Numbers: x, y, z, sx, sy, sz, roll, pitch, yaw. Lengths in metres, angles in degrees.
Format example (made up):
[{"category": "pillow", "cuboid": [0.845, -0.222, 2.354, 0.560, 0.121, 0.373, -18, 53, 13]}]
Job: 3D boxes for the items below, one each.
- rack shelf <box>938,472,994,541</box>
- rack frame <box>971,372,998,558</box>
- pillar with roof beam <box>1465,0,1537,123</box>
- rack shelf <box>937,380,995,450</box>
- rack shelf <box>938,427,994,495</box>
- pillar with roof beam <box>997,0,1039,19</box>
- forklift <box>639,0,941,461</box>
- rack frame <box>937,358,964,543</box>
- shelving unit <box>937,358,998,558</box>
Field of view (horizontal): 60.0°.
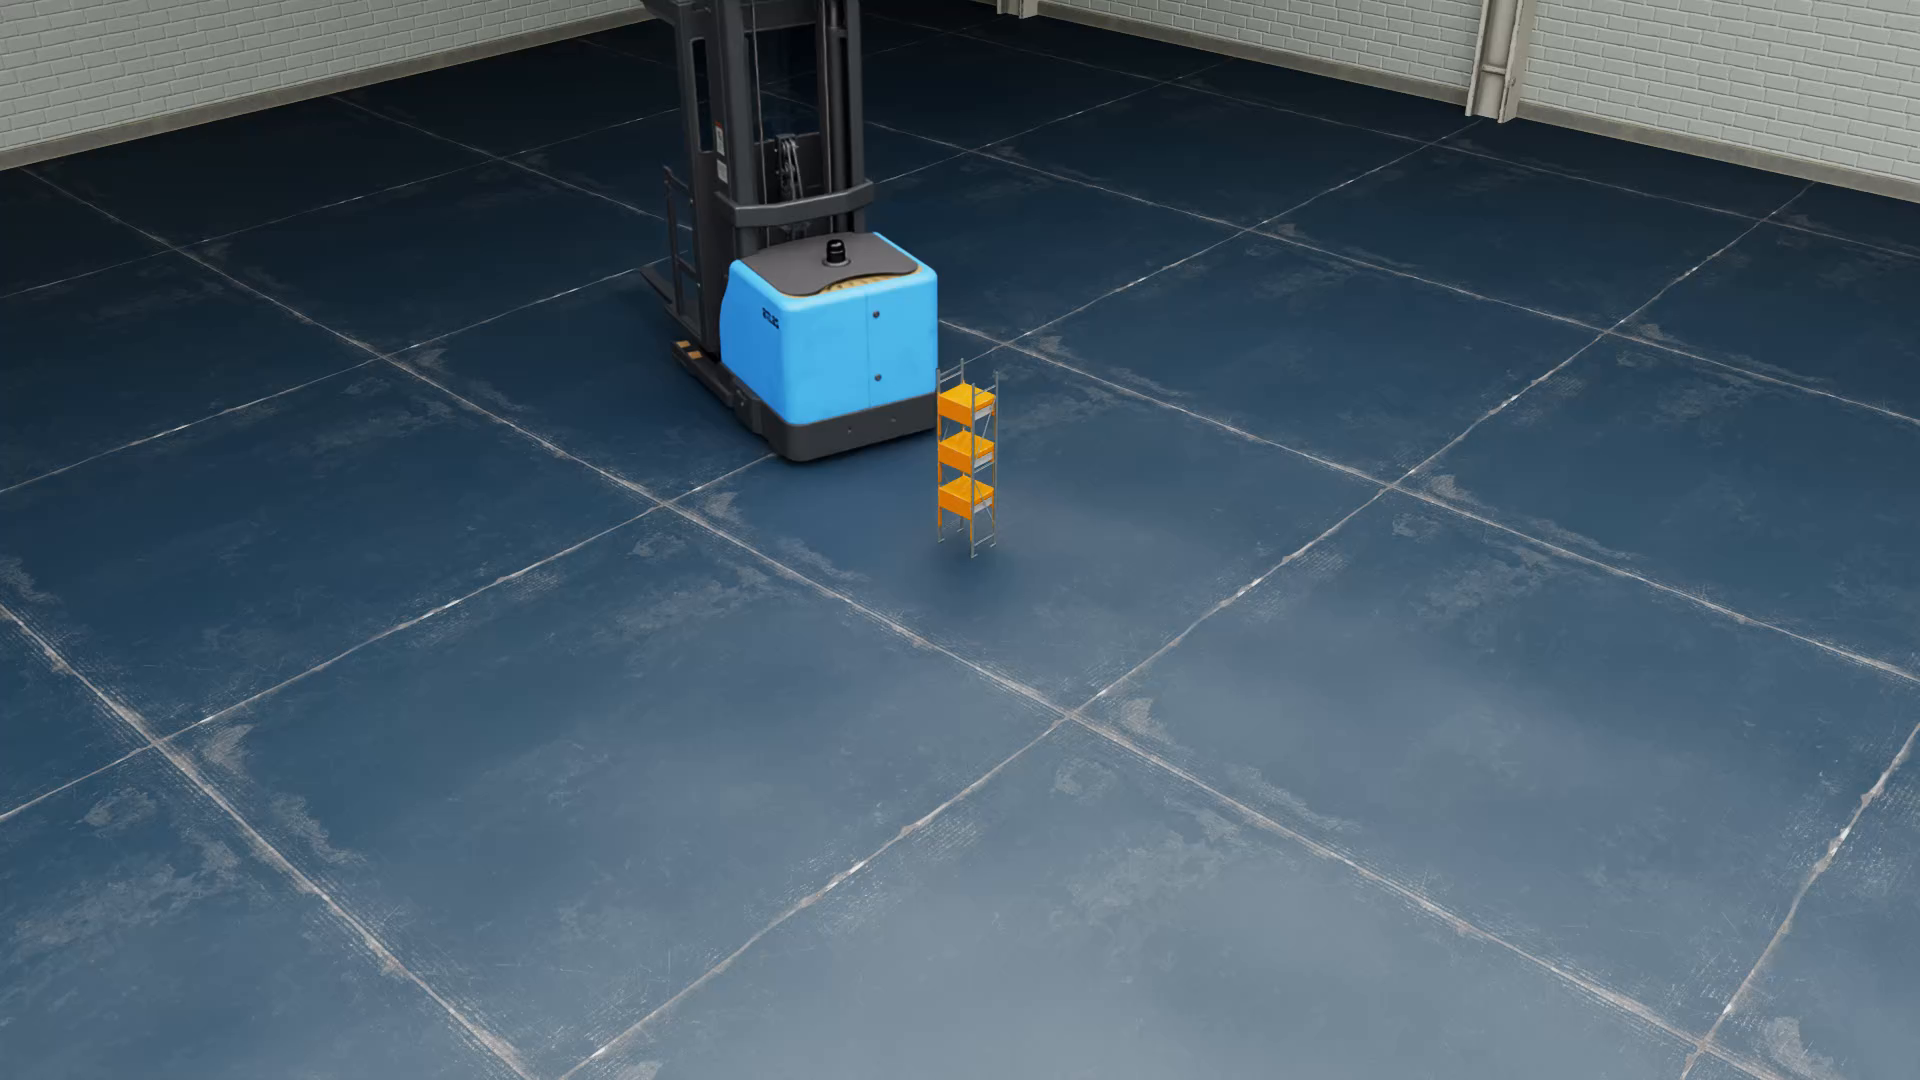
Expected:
[{"category": "rack shelf", "cuboid": [0.040, -0.184, 9.097, 0.240, 0.259, 0.215, 25, 39, 35]}, {"category": "rack frame", "cuboid": [0.130, -0.389, 8.878, 0.008, 1.050, 0.200, 25, 39, 35]}, {"category": "pillar with roof beam", "cuboid": [2.238, -6.308, 11.004, 0.400, 9.000, 9.100, 25, 39, 35]}, {"category": "rack shelf", "cuboid": [0.040, -0.665, 8.808, 0.240, 0.259, 0.215, 25, 39, 35]}, {"category": "rack shelf", "cuboid": [0.040, -0.422, 8.954, 0.240, 0.259, 0.215, 25, 39, 35]}, {"category": "pillar with roof beam", "cuboid": [-2.211, -8.385, 14.453, 0.400, 9.000, 9.100, 25, 39, 35]}, {"category": "forklift", "cuboid": [-1.291, -2.453, 10.482, 1.130, 2.935, 3.031, -17, 35, -25]}, {"category": "rack frame", "cuboid": [-0.051, -0.473, 9.019, 0.008, 1.050, 0.200, 25, 39, 35]}, {"category": "shelving unit", "cuboid": [0.040, -0.431, 8.948, 0.252, 1.050, 0.215, 25, 39, 35]}]
